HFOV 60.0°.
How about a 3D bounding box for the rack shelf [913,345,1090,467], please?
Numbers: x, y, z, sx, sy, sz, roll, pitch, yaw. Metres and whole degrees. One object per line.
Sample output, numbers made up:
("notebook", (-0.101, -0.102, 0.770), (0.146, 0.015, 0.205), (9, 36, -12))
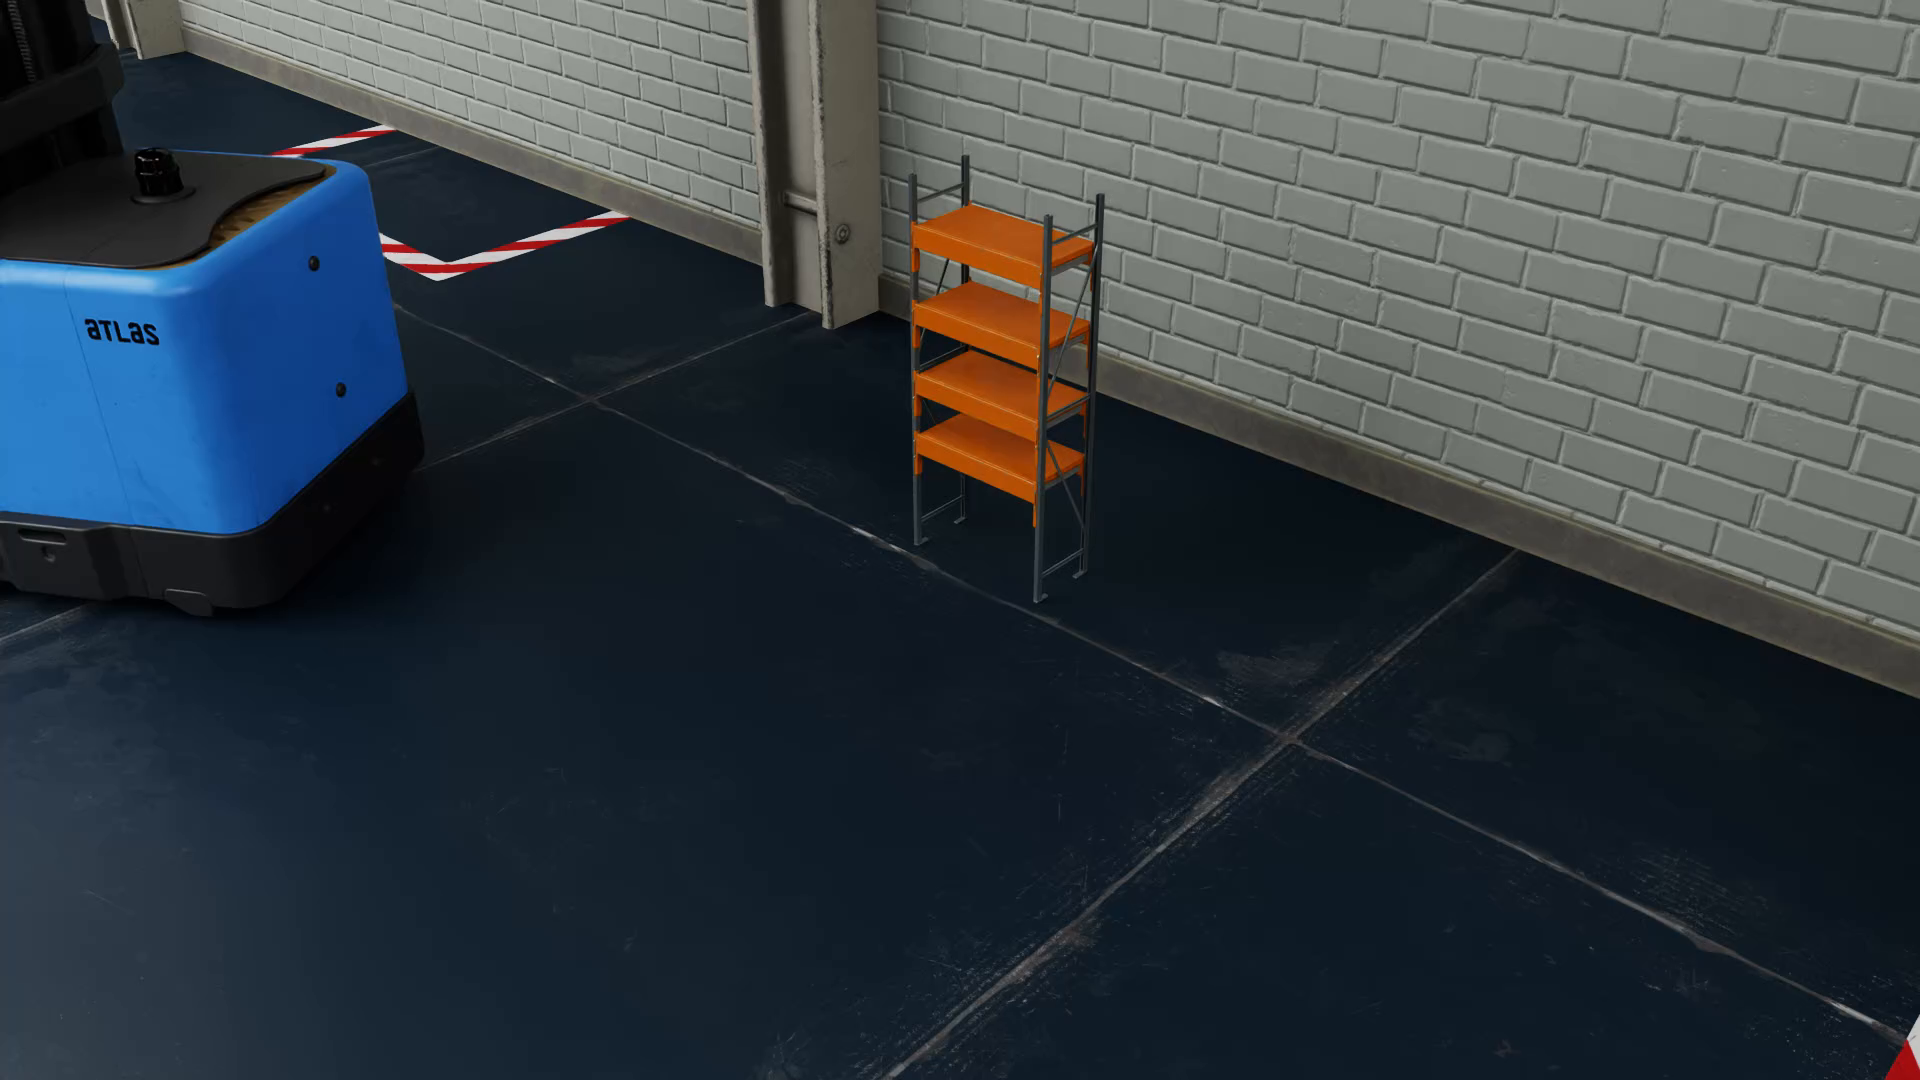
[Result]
("rack shelf", (0.123, -0.399, 4.880), (0.480, 0.148, 0.258), (25, 39, 35))

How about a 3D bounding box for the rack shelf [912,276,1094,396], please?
("rack shelf", (0.123, -0.591, 4.765), (0.480, 0.148, 0.258), (25, 39, 35))

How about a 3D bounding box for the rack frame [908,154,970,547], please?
("rack frame", (-0.058, -0.541, 4.986), (0.015, 1.200, 0.240), (25, 39, 35))

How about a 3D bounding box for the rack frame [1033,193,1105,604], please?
("rack frame", (0.304, -0.372, 4.705), (0.015, 1.200, 0.240), (25, 39, 35))

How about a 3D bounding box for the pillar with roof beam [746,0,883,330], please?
("pillar with roof beam", (-3.447, -3.175, 1.800), (0.400, 9.000, 9.100), (25, 39, 35))

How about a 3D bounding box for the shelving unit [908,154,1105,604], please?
("shelving unit", (0.123, -0.457, 4.845), (0.503, 1.200, 0.258), (25, 39, 35))

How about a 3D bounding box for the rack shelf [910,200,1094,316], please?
("rack shelf", (0.123, -0.793, 4.643), (0.480, 0.148, 0.258), (25, 39, 35))

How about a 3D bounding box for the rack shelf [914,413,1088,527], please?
("rack shelf", (0.123, -0.229, 4.982), (0.480, 0.148, 0.258), (25, 39, 35))

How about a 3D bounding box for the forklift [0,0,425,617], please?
("forklift", (-3.365, -1.403, 4.739), (3.031, 2.935, 1.130), (6, 32, 10))

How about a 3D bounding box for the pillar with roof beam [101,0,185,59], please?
("pillar with roof beam", (-7.896, -5.252, 5.249), (0.400, 9.000, 9.100), (25, 39, 35))
